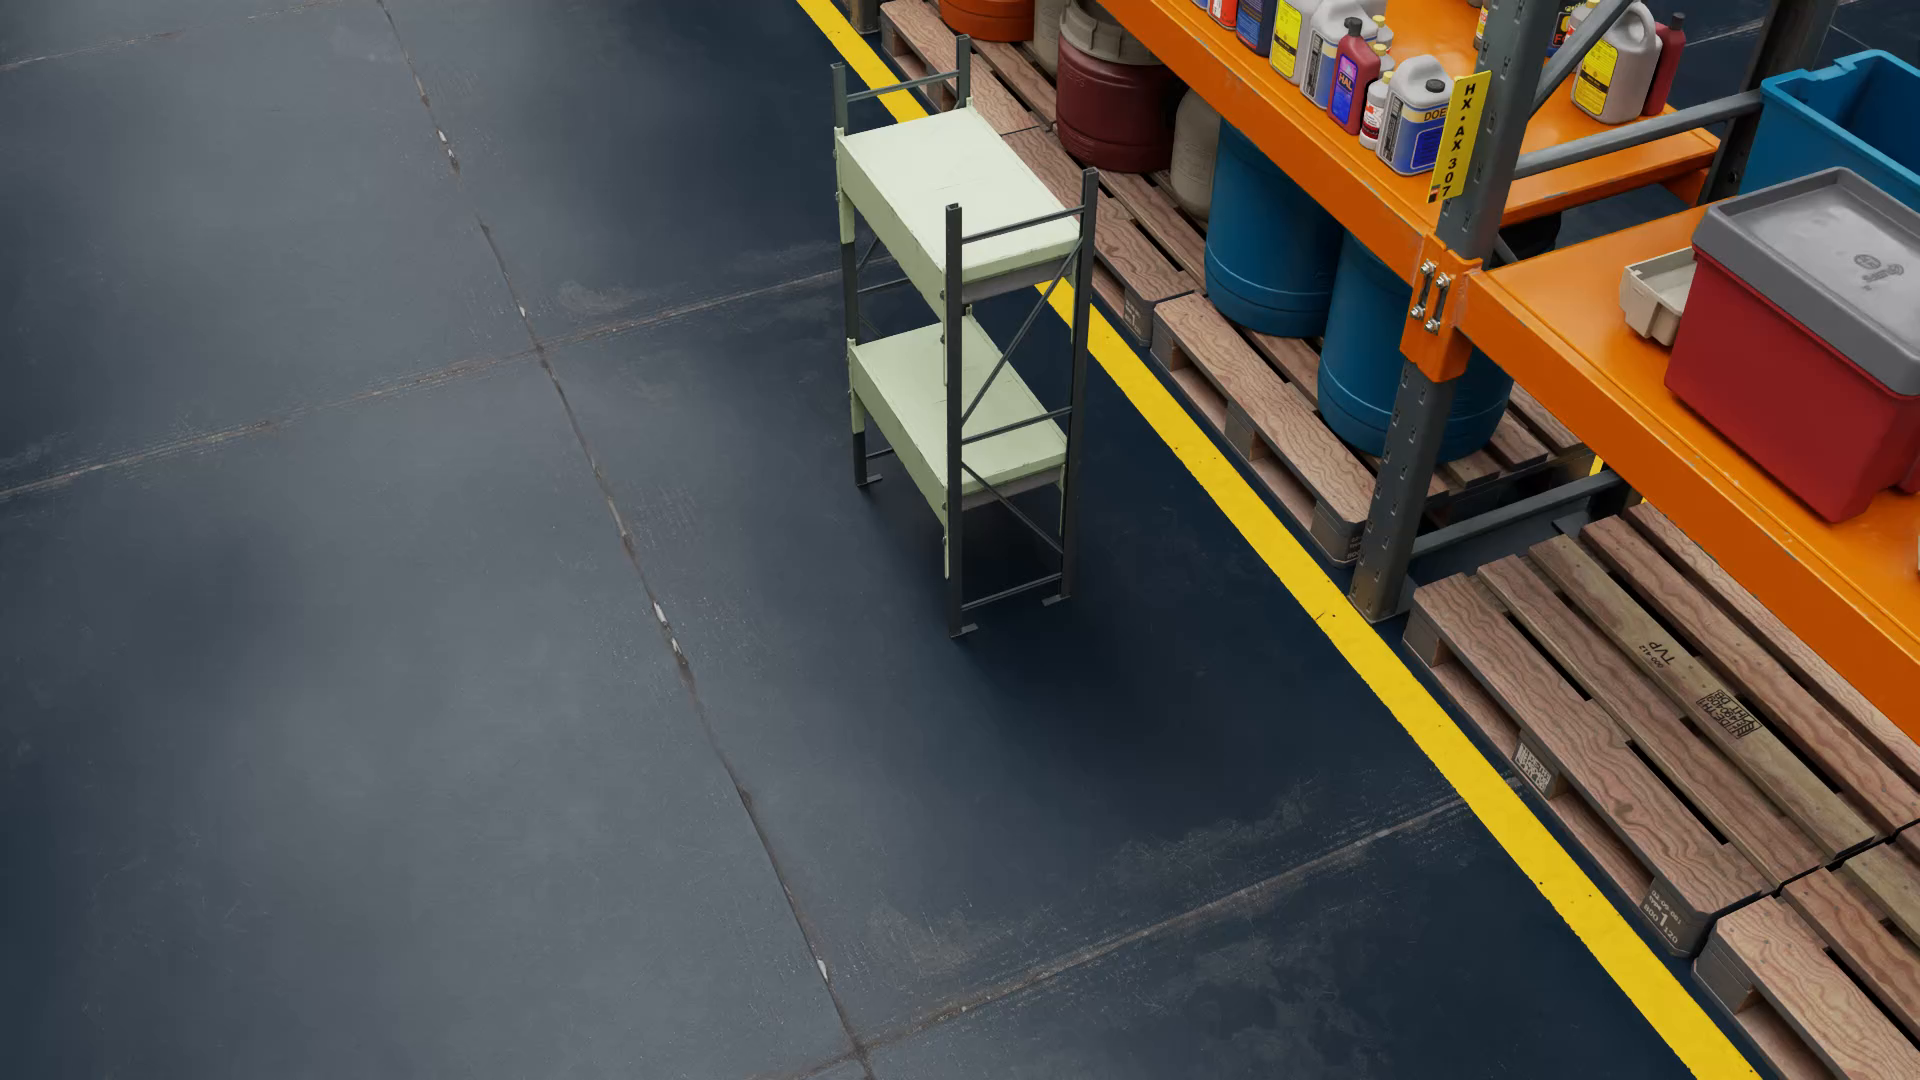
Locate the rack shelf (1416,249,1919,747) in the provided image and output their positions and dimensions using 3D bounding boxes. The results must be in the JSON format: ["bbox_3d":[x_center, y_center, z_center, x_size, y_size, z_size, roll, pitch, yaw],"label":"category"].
[{"bbox_3d":[2.498,0.536,3.083,1.077,0.370,4.000,-18,47,-17],"label":"rack shelf"}]

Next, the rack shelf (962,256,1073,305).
[{"bbox_3d":[-0.003,-0.867,4.403,0.332,0.071,0.664,-18,47,-17],"label":"rack shelf"}]

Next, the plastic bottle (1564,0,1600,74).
[{"bbox_3d":[1.769,-1.436,4.712,0.097,0.201,0.097,0,45,0],"label":"plastic bottle"}]

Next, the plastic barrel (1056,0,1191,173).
[{"bbox_3d":[0.671,-1.808,6.365,0.600,0.588,0.708,-18,47,-17],"label":"plastic barrel"}]

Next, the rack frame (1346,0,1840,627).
[{"bbox_3d":[1.657,-0.994,4.122,1.000,3.000,0.127,-18,47,-17],"label":"rack frame"}]

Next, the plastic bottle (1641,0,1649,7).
[{"bbox_3d":[1.834,-1.398,4.614,0.061,0.283,0.133,-18,47,-17],"label":"plastic bottle"}]

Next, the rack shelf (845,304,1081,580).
[{"bbox_3d":[-0.003,-0.306,4.957,0.431,0.370,0.720,-18,47,-17],"label":"rack shelf"}]

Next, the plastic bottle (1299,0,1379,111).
[{"bbox_3d":[1.045,-1.339,4.559,0.152,0.276,0.135,-18,47,-17],"label":"plastic bottle"}]

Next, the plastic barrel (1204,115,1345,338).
[{"bbox_3d":[1.146,-1.200,5.525,0.600,0.901,0.708,-18,47,-17],"label":"plastic barrel"}]

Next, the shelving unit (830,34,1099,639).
[{"bbox_3d":[-0.003,-0.538,4.728,0.431,1.500,0.755,-18,47,-17],"label":"shelving unit"}]

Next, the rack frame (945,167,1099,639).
[{"bbox_3d":[0.151,-0.305,4.491,0.400,1.500,0.023,-18,47,-17],"label":"rack frame"}]

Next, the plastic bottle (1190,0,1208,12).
[{"bbox_3d":[0.776,-1.746,4.972,0.152,0.276,0.135,-18,47,-17],"label":"plastic bottle"}]

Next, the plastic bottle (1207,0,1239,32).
[{"bbox_3d":[0.833,-1.660,4.885,0.152,0.276,0.135,-18,47,-17],"label":"plastic bottle"}]

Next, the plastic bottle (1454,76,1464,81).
[{"bbox_3d":[1.304,-1.128,4.399,0.097,0.201,0.097,0,45,0],"label":"plastic bottle"}]

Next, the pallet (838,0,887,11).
[{"bbox_3d":[-0.315,-3.056,8.197,1.003,0.211,1.213,-18,47,-17],"label":"pallet"}]

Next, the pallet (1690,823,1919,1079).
[{"bbox_3d":[2.519,1.234,3.849,1.003,0.211,1.213,-18,47,-17],"label":"pallet"}]

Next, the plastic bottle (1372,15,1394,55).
[{"bbox_3d":[1.150,-1.361,4.635,0.097,0.201,0.097,0,45,0],"label":"plastic bottle"}]

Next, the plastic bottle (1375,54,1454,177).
[{"bbox_3d":[1.198,-1.106,4.323,0.152,0.276,0.135,-18,47,-17],"label":"plastic bottle"}]

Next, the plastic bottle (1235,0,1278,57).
[{"bbox_3d":[0.896,-1.584,4.755,0.144,0.351,0.185,-18,47,-17],"label":"plastic bottle"}]

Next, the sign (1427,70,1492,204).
[{"bbox_3d":[1.157,-0.932,3.861,0.100,0.325,0.005,-18,47,-17],"label":"sign"}]

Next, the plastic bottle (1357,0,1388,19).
[{"bbox_3d":[1.105,-1.509,4.678,0.144,0.351,0.185,-18,47,-17],"label":"plastic bottle"}]

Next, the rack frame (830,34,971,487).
[{"bbox_3d":[-0.157,-0.771,4.964,0.400,1.500,0.023,-18,47,-17],"label":"rack frame"}]

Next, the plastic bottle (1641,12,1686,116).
[{"bbox_3d":[1.890,-1.313,4.528,0.061,0.283,0.133,-18,47,-17],"label":"plastic bottle"}]

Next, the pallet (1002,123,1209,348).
[{"bbox_3d":[0.854,-1.284,6.401,1.003,0.211,1.213,-18,47,-17],"label":"pallet"}]

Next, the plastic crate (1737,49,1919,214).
[{"bbox_3d":[2.163,-0.813,3.907,0.392,0.384,0.575,-18,47,-17],"label":"plastic crate"}]

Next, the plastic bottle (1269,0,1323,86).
[{"bbox_3d":[0.974,-1.466,4.635,0.144,0.351,0.185,-18,47,-17],"label":"plastic bottle"}]

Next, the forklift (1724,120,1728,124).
[{"bbox_3d":[3.753,-1.647,4.833,1.121,2.935,3.031,-10,46,-10],"label":"forklift"}]

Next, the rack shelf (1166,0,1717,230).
[{"bbox_3d":[0.816,-2.082,5.598,0.919,0.124,3.809,-18,47,-17],"label":"rack shelf"}]

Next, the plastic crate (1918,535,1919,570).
[{"bbox_3d":[2.132,0.054,3.101,0.437,0.282,0.530,-18,47,-17],"label":"plastic crate"}]
